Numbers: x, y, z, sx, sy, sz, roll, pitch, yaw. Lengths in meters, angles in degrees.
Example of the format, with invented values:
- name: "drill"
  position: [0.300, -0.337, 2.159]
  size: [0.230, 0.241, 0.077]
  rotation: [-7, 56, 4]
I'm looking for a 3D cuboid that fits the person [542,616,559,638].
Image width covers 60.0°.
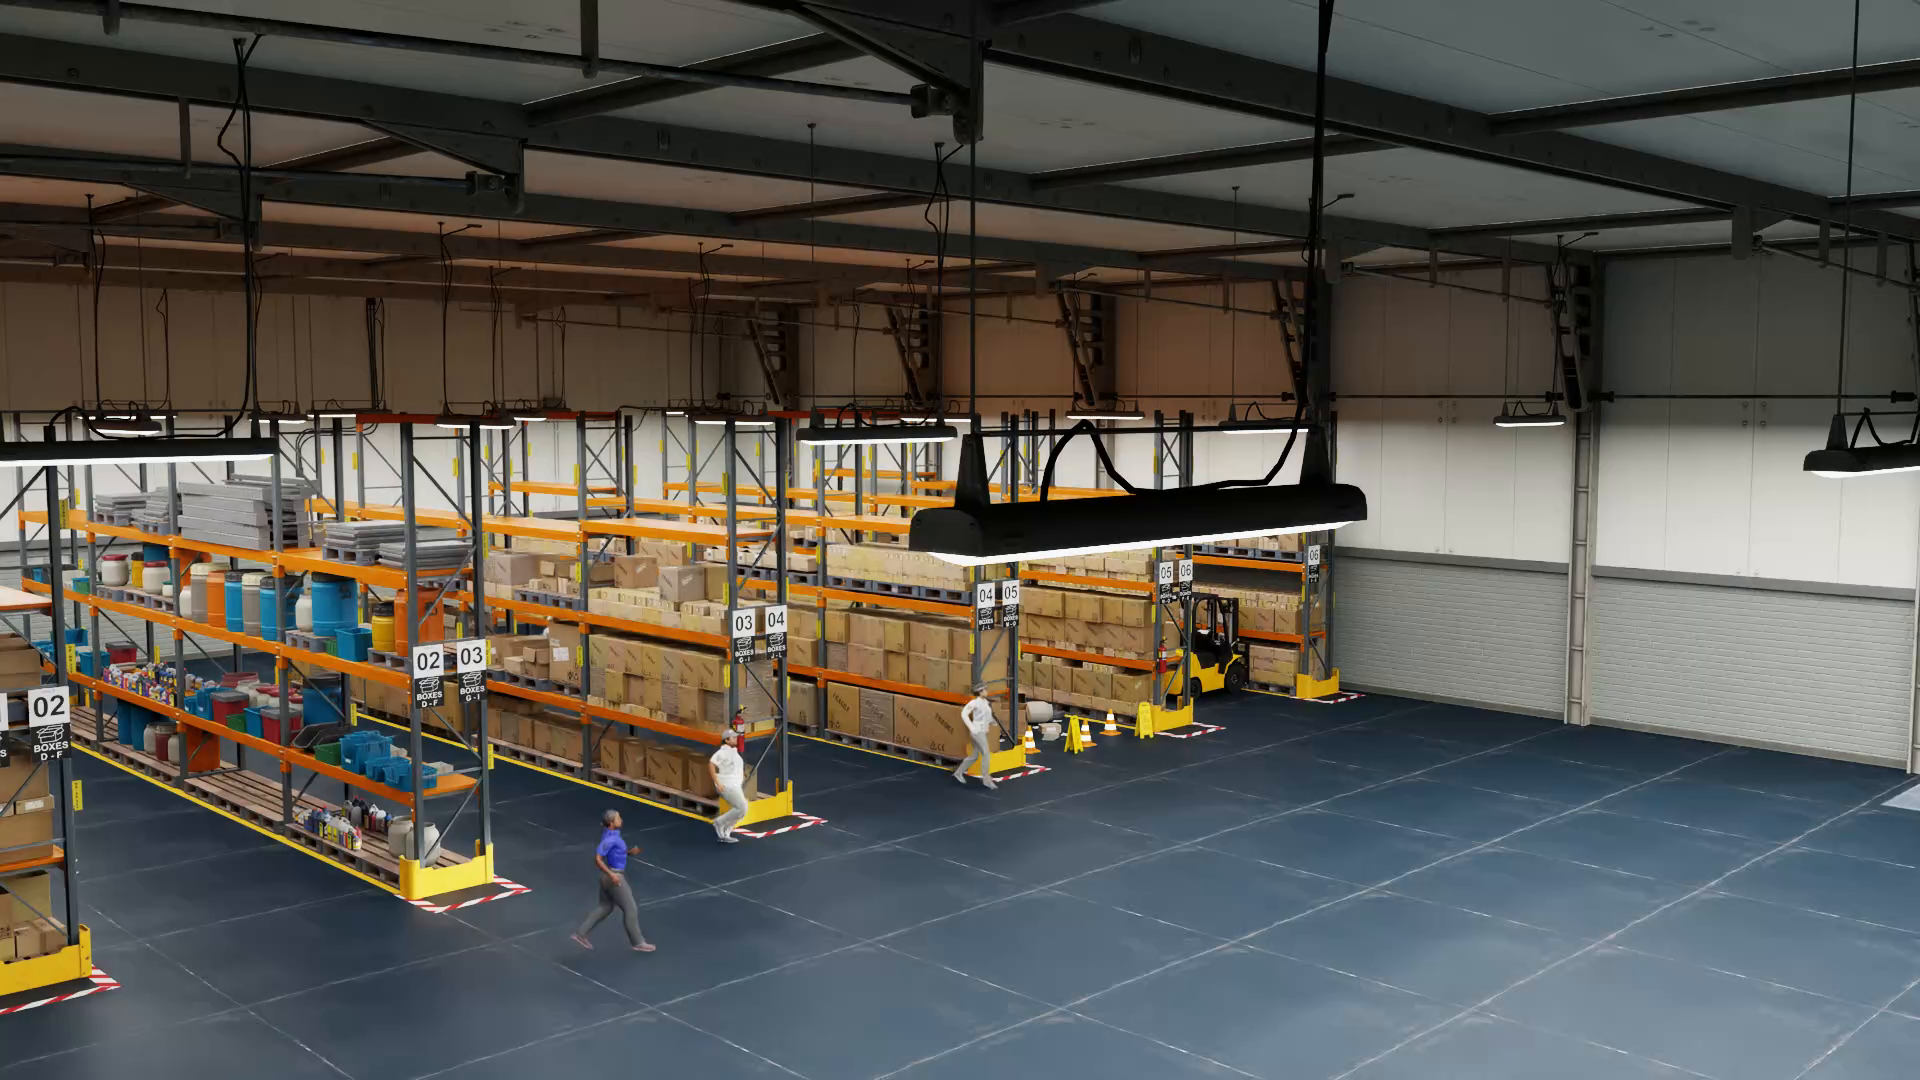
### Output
- name: "person"
  position: [-8.481, 2.392, 34.998]
  size: [0.672, 1.732, 1.054]
  rotation: [-5, 7, -44]

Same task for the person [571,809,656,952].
- name: "person"
  position: [-3.919, 3.854, 18.764]
  size: [0.935, 1.653, 0.572]
  rotation: [-2, 5, -22]

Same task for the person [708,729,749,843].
- name: "person"
  position: [-3.233, 3.486, 23.570]
  size: [0.537, 1.608, 0.622]
  rotation: [1, 5, 6]

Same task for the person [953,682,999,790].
- name: "person"
  position: [0.304, 3.155, 27.021]
  size: [0.792, 1.709, 0.601]
  rotation: [2, 5, 19]
